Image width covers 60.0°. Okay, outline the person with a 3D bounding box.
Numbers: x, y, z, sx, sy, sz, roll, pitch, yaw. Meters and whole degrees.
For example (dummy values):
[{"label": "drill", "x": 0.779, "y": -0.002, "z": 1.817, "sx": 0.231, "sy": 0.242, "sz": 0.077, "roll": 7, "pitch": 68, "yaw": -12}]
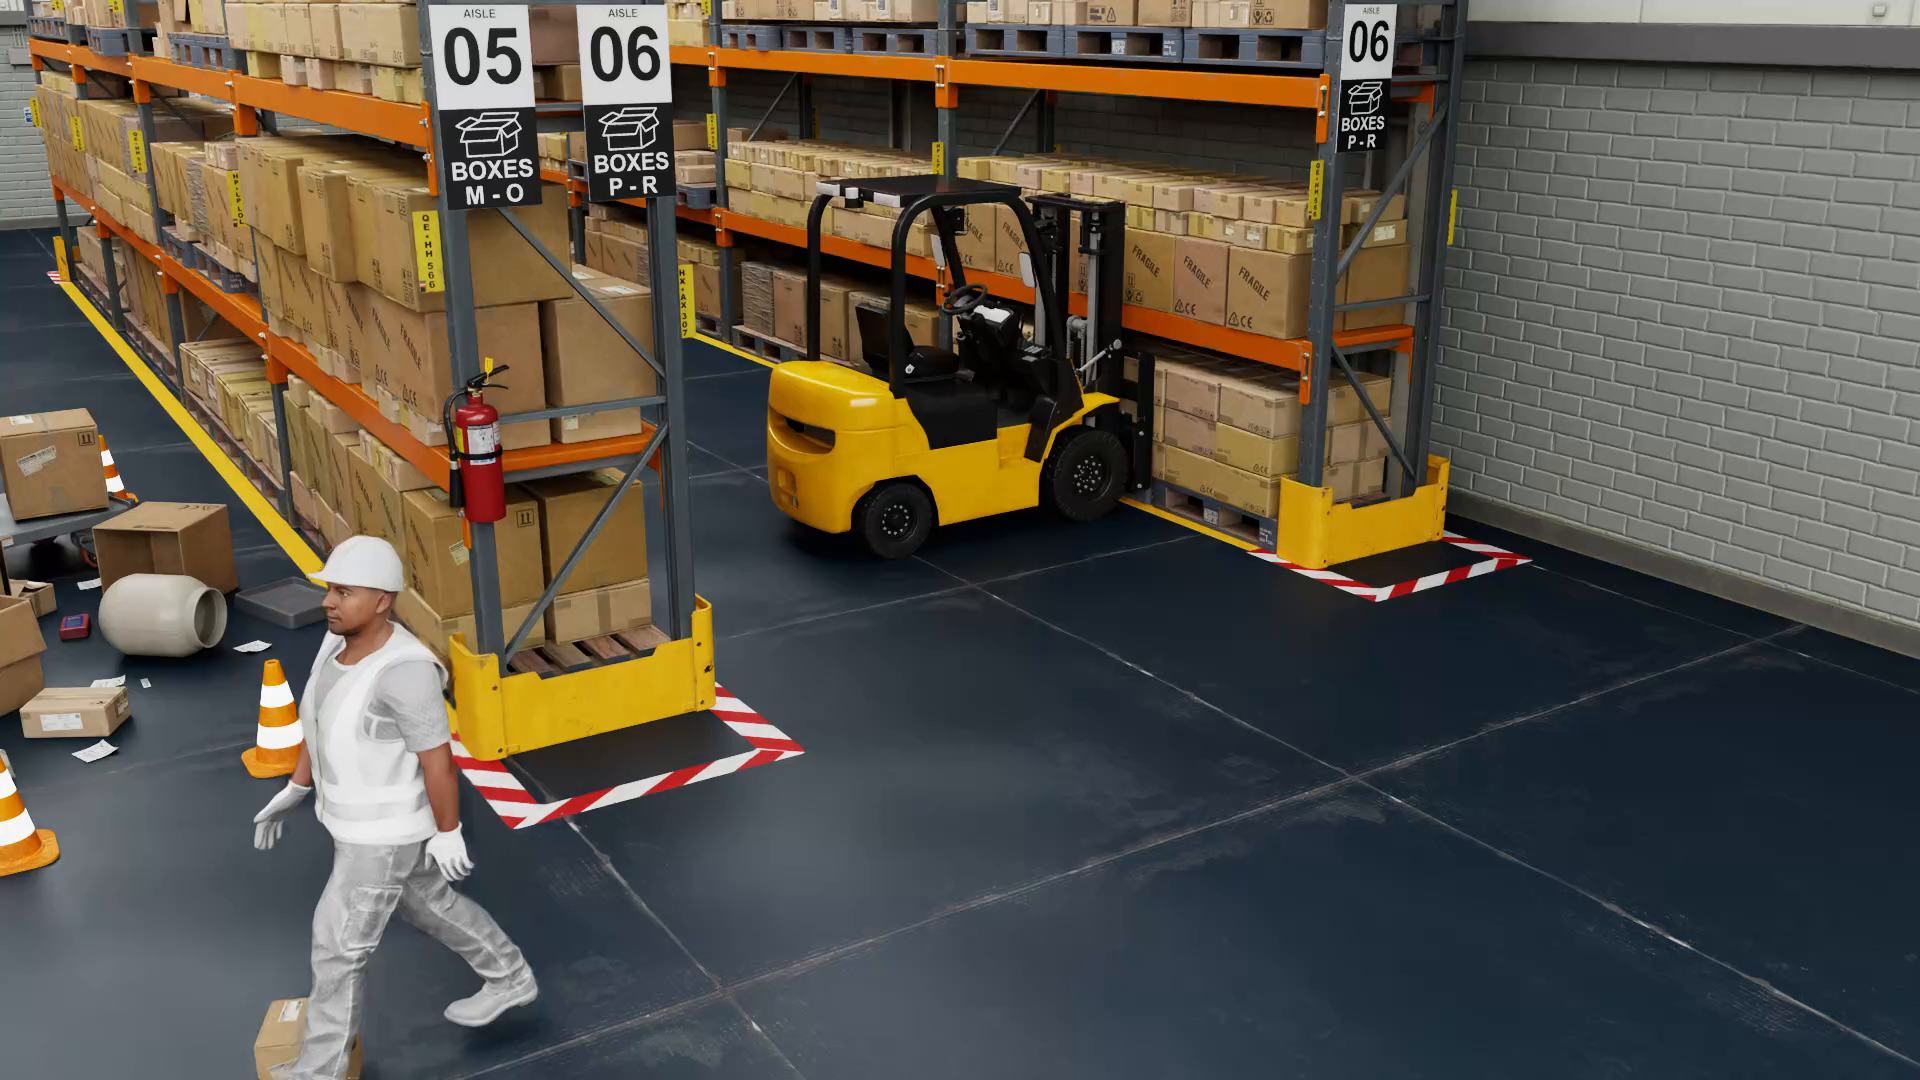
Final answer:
[{"label": "person", "x": -1.795, "y": 0.834, "z": 4.934, "sx": 1.048, "sy": 1.733, "sz": 0.553, "roll": -13, "pitch": 22, "yaw": -35}]
